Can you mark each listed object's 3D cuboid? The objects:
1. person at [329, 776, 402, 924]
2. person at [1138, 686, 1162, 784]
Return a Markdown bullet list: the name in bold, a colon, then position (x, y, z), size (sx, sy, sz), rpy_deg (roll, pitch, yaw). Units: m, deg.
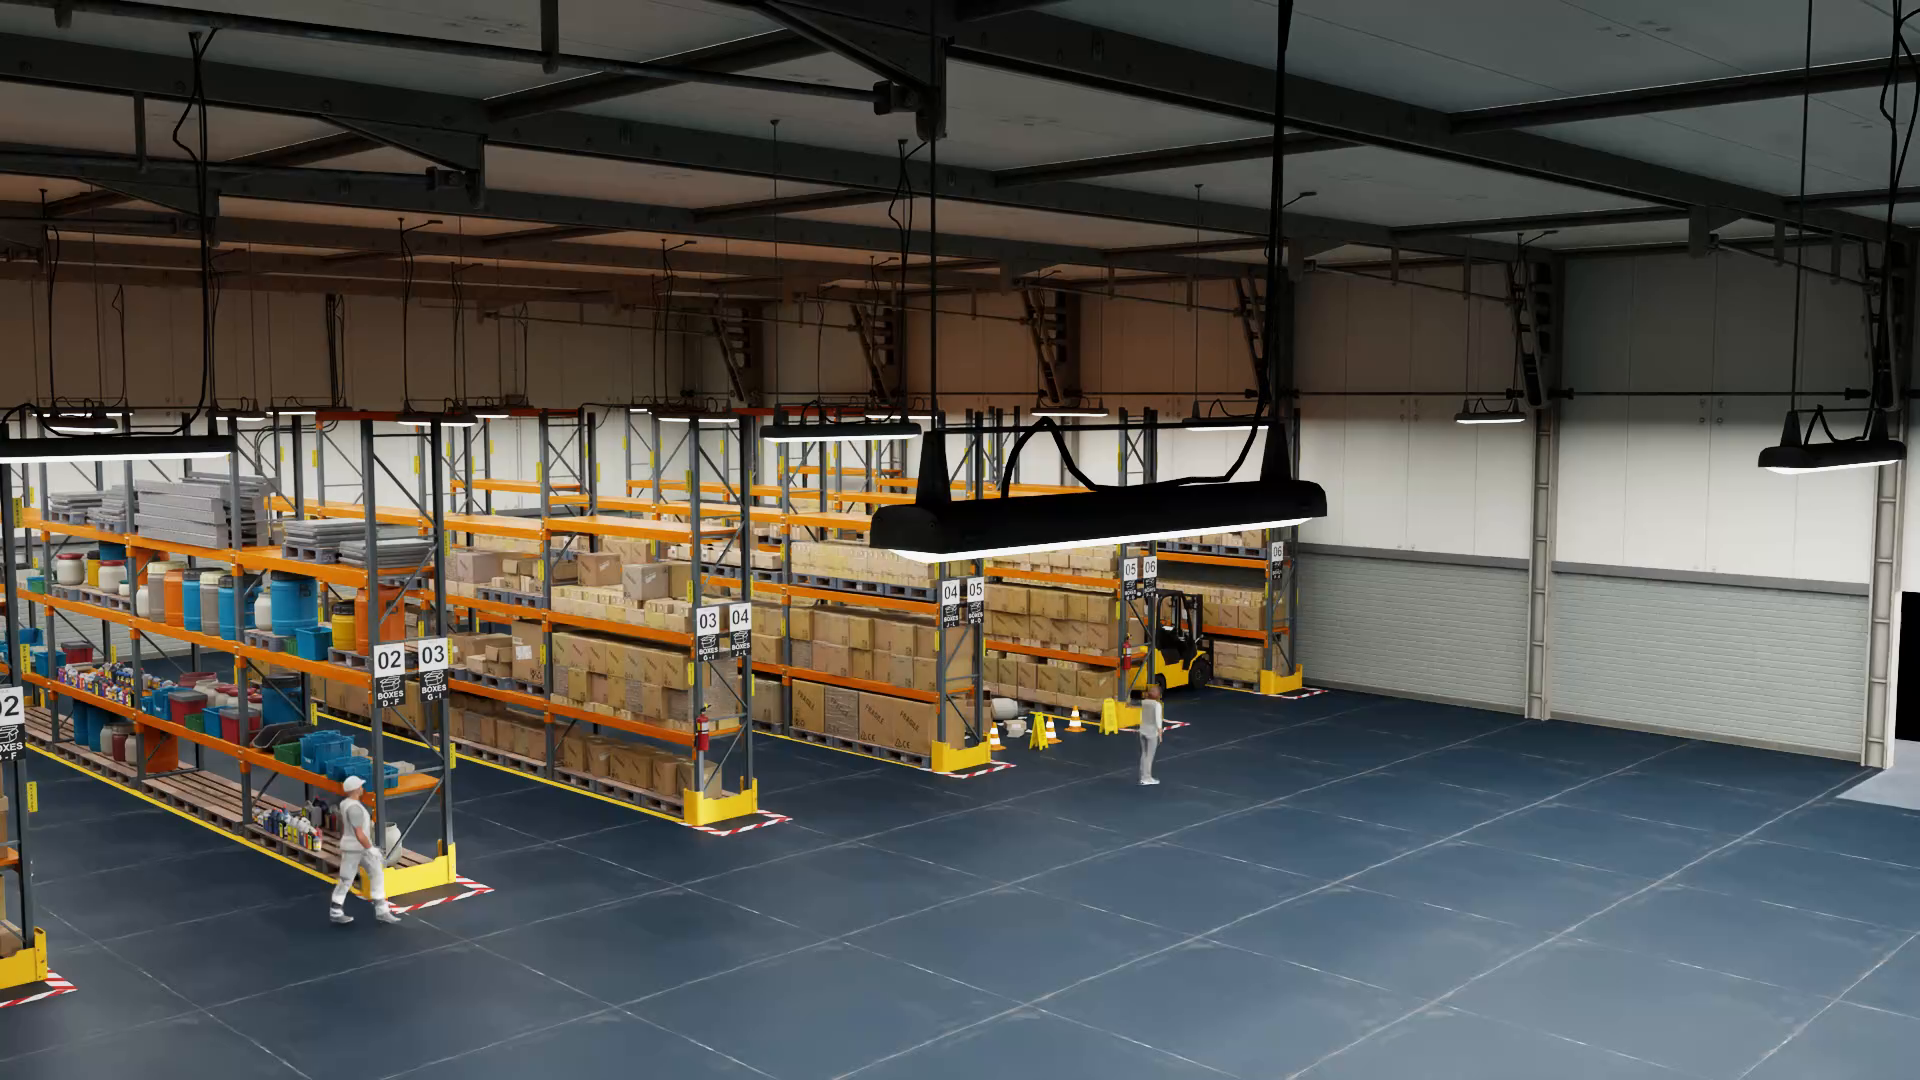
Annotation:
- **person**: position (-7.098, 3.689, 19.701), size (0.807, 1.796, 0.476), rpy_deg (1, 5, 8)
- **person**: position (3.076, 3.170, 26.872), size (0.341, 1.565, 0.435), rpy_deg (-4, 7, -41)
